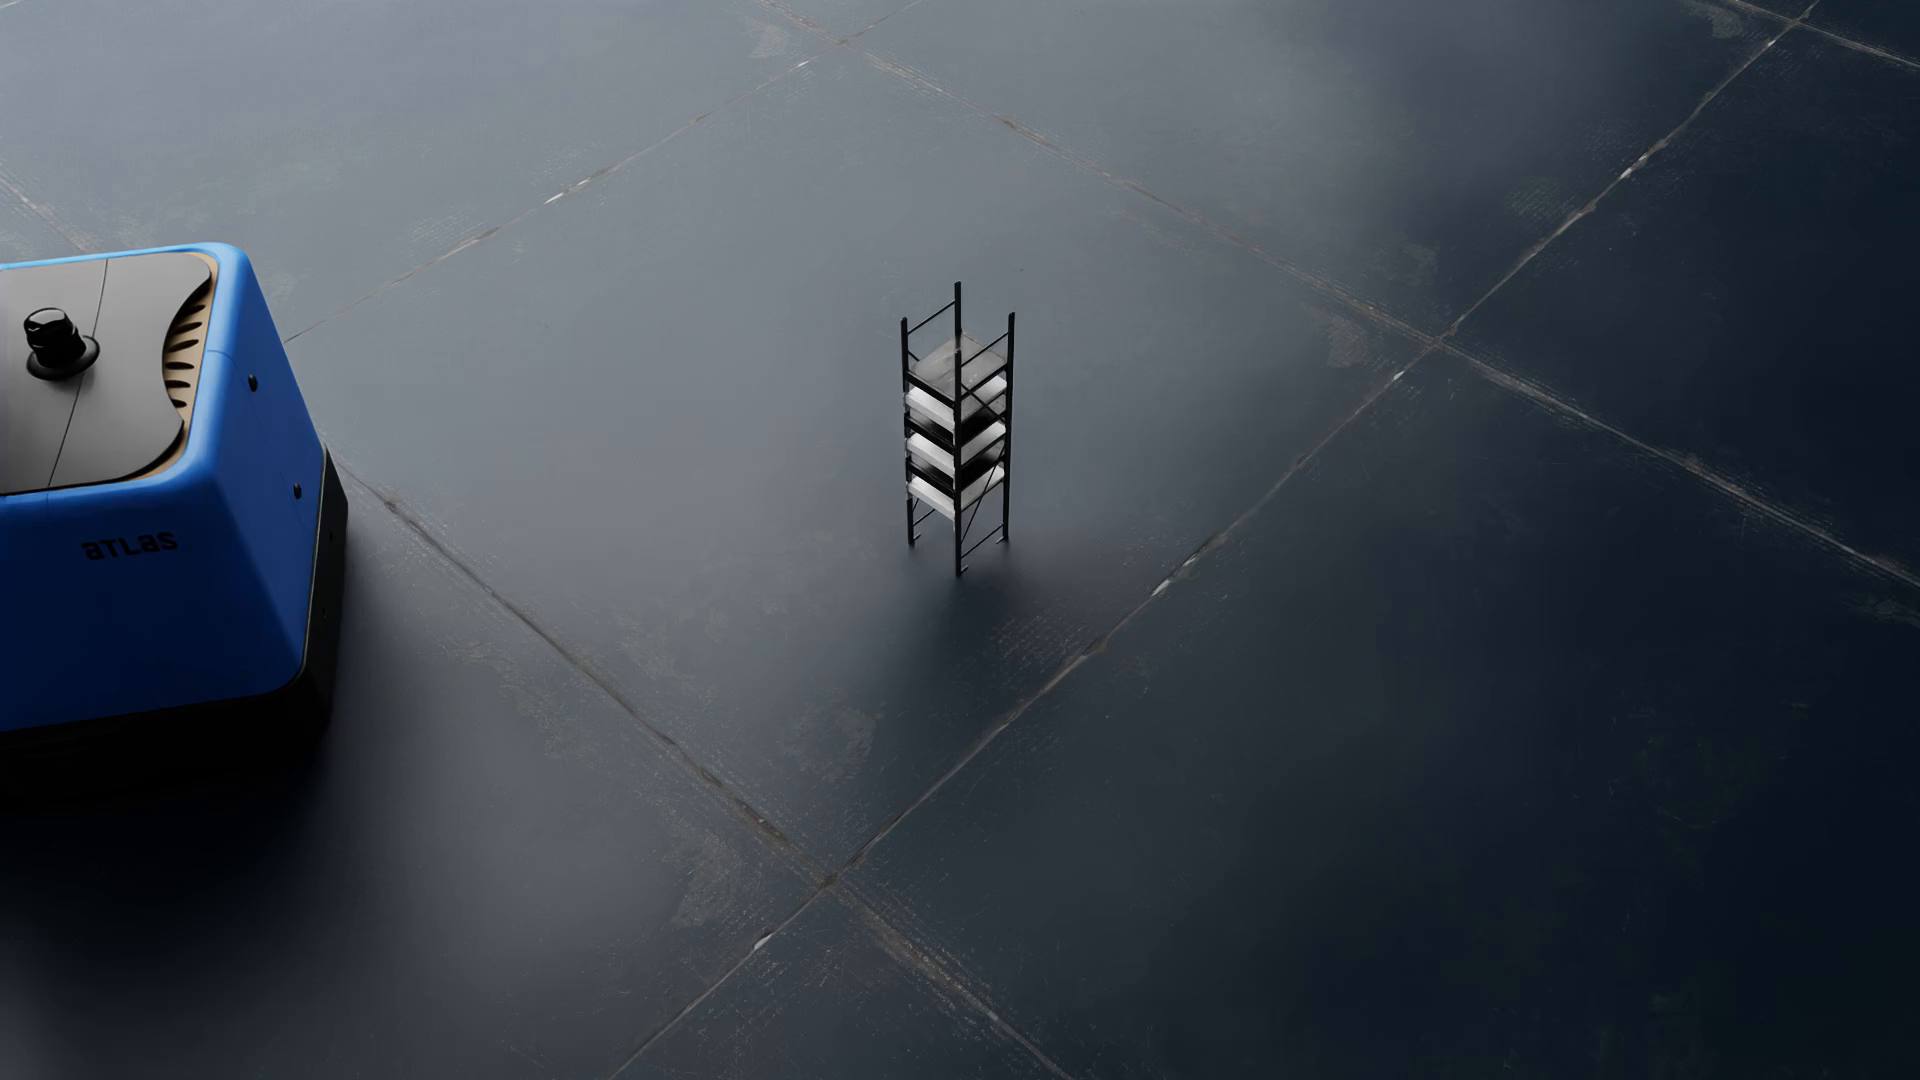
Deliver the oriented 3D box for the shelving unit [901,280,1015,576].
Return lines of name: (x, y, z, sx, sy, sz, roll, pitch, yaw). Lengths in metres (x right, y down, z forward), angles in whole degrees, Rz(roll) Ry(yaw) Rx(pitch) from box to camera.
shelving unit: (-0.006, -0.312, 4.926, 0.210, 0.900, 0.258, 34, 55, 28)

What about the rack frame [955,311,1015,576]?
rack frame: (0.069, -0.262, 4.879, 0.006, 0.900, 0.240, 34, 55, 28)

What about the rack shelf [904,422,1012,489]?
rack shelf: (-0.006, -0.289, 4.950, 0.200, 0.077, 0.258, 34, 55, 28)

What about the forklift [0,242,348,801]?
forklift: (-3.340, -0.551, 3.757, 3.031, 2.935, 1.130, -8, 47, -7)

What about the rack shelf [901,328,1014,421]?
rack shelf: (-0.006, -0.474, 4.753, 0.200, 0.077, 0.258, 34, 55, 28)

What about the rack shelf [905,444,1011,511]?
rack shelf: (-0.006, -0.228, 5.016, 0.200, 0.077, 0.258, 34, 55, 28)

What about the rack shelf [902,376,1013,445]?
rack shelf: (-0.006, -0.412, 4.819, 0.200, 0.077, 0.258, 34, 55, 28)

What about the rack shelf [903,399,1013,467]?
rack shelf: (-0.006, -0.351, 4.884, 0.200, 0.077, 0.258, 34, 55, 28)

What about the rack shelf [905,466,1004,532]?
rack shelf: (-0.006, -0.166, 5.081, 0.200, 0.077, 0.258, 34, 55, 28)

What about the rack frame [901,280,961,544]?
rack frame: (-0.081, -0.362, 4.973, 0.006, 0.900, 0.240, 34, 55, 28)
